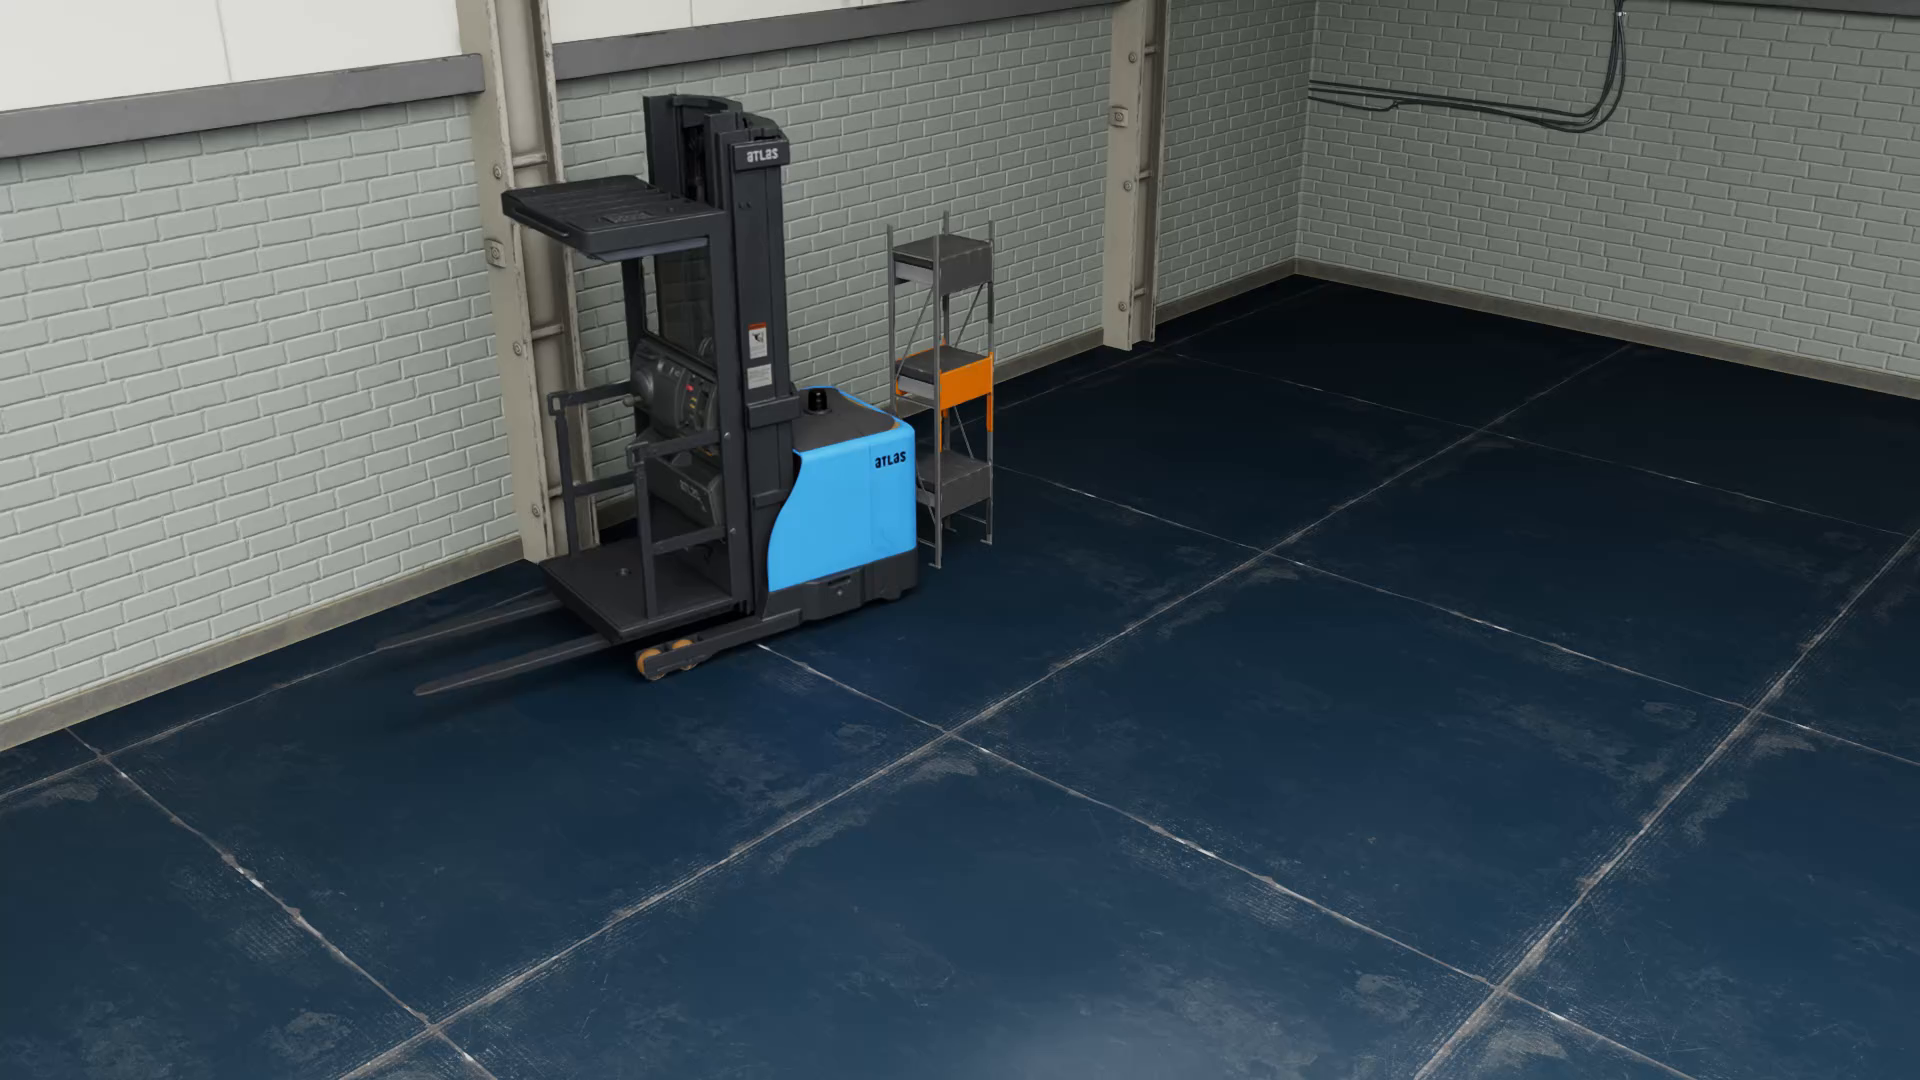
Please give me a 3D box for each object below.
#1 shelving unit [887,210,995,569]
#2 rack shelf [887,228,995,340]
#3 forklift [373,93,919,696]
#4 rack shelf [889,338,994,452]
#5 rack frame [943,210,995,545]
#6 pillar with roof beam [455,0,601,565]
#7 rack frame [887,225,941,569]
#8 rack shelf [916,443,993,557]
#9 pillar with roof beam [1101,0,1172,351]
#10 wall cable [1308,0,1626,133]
[{"bbox_3d":[-0.110,-0.908,10.208,0.431,2.100,0.503,20,31,38],"label":"shelving unit"},{"bbox_3d":[-0.110,-1.534,9.927,0.431,0.518,0.480,20,31,38],"label":"rack shelf"},{"bbox_3d":[-1.735,-0.820,8.996,3.031,2.935,1.130,-17,29,-33],"label":"forklift"},{"bbox_3d":[-0.110,-0.895,10.214,0.431,0.518,0.480,20,31,38],"label":"rack shelf"},{"bbox_3d":[0.052,-0.982,10.374,0.400,2.100,0.015,20,31,38],"label":"rack frame"},{"bbox_3d":[0.676,-2.844,6.094,9.100,9.000,0.400,20,31,38],"label":"pillar with roof beam"},{"bbox_3d":[-0.273,-0.833,10.042,0.400,2.100,0.015,20,31,38],"label":"rack frame"},{"bbox_3d":[-0.110,-0.256,10.500,0.431,0.518,0.480,20,31,38],"label":"rack shelf"},{"bbox_3d":[4.680,-4.672,10.171,9.100,9.000,0.400,20,31,38],"label":"pillar with roof beam"},{"bbox_3d":[4.425,-4.967,14.625,3.097,2.526,0.112,20,31,38],"label":"wall cable"}]
